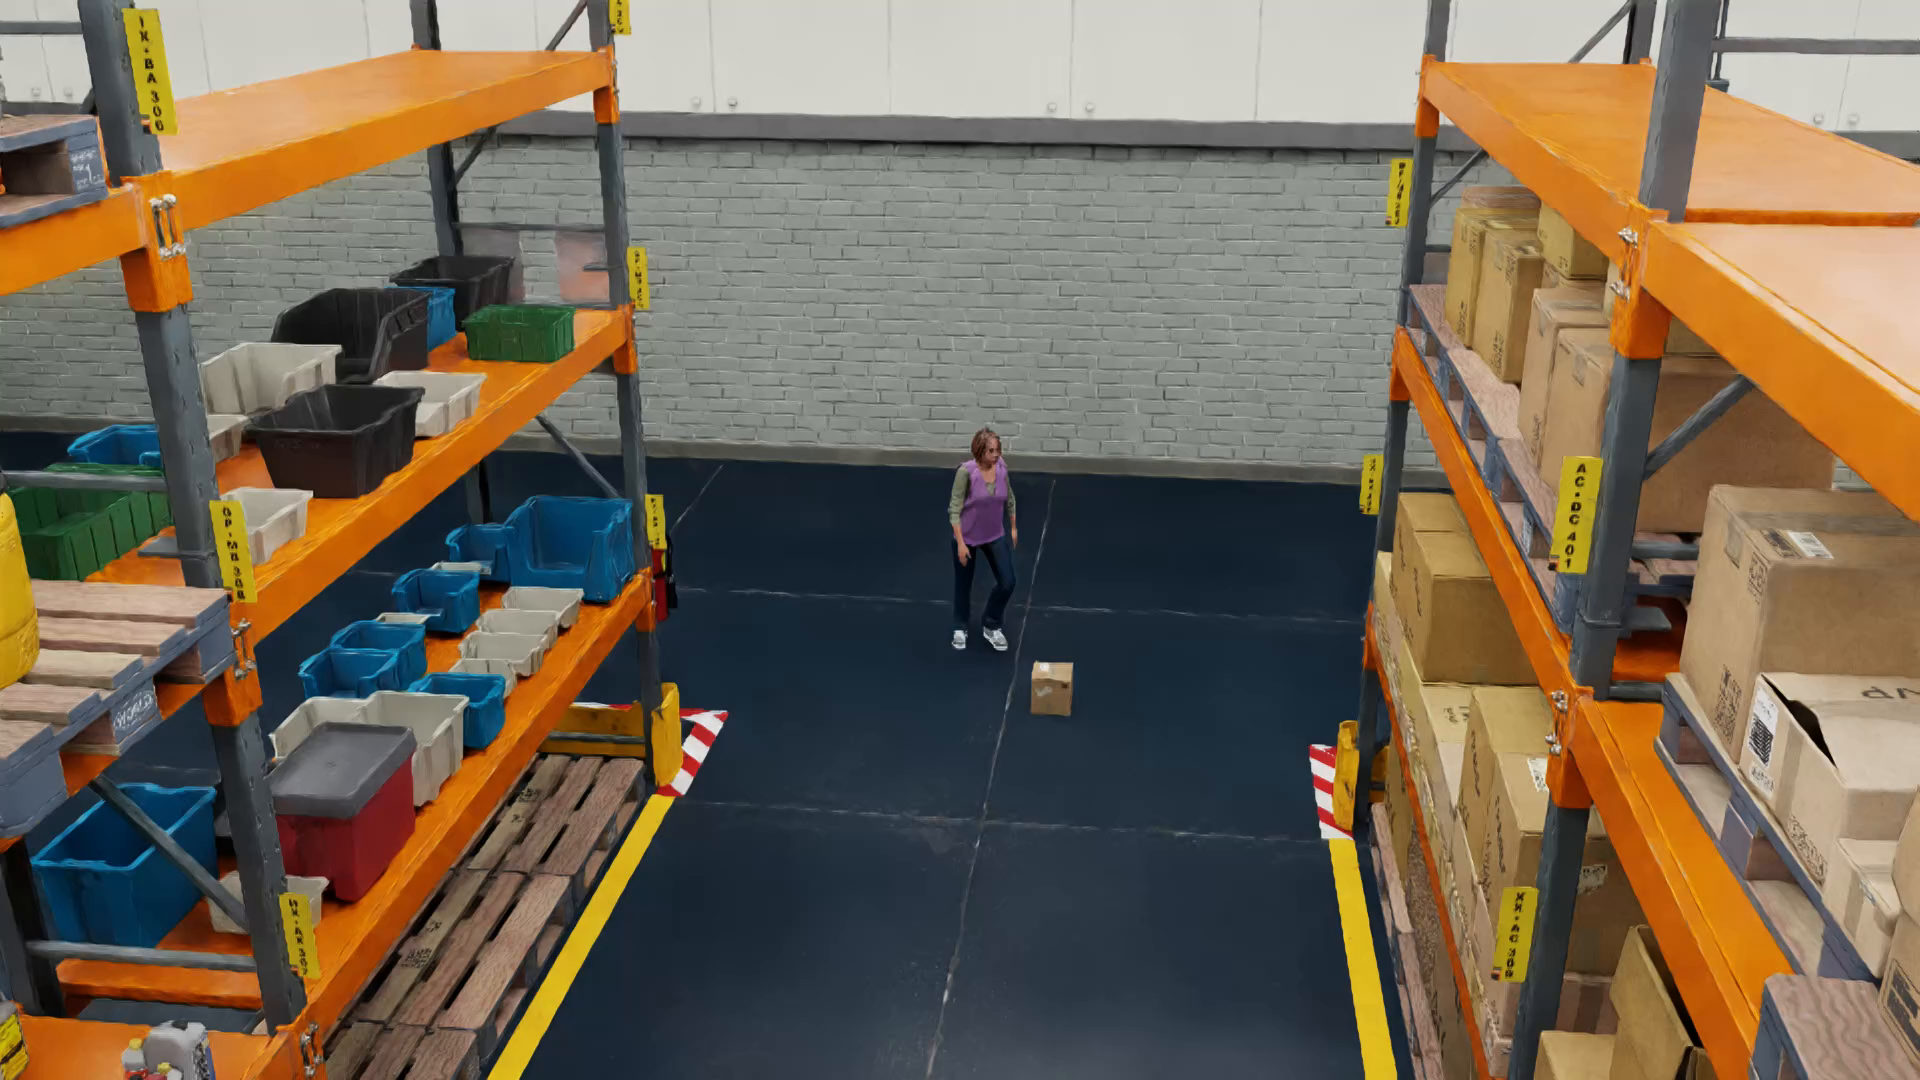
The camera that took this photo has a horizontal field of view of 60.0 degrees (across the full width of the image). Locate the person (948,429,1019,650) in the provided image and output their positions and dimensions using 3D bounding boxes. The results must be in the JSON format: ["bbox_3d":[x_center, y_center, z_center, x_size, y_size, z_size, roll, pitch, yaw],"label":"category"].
[{"bbox_3d":[0.151,-0.015,11.134,0.542,1.577,0.458,-8,23,-20],"label":"person"}]
